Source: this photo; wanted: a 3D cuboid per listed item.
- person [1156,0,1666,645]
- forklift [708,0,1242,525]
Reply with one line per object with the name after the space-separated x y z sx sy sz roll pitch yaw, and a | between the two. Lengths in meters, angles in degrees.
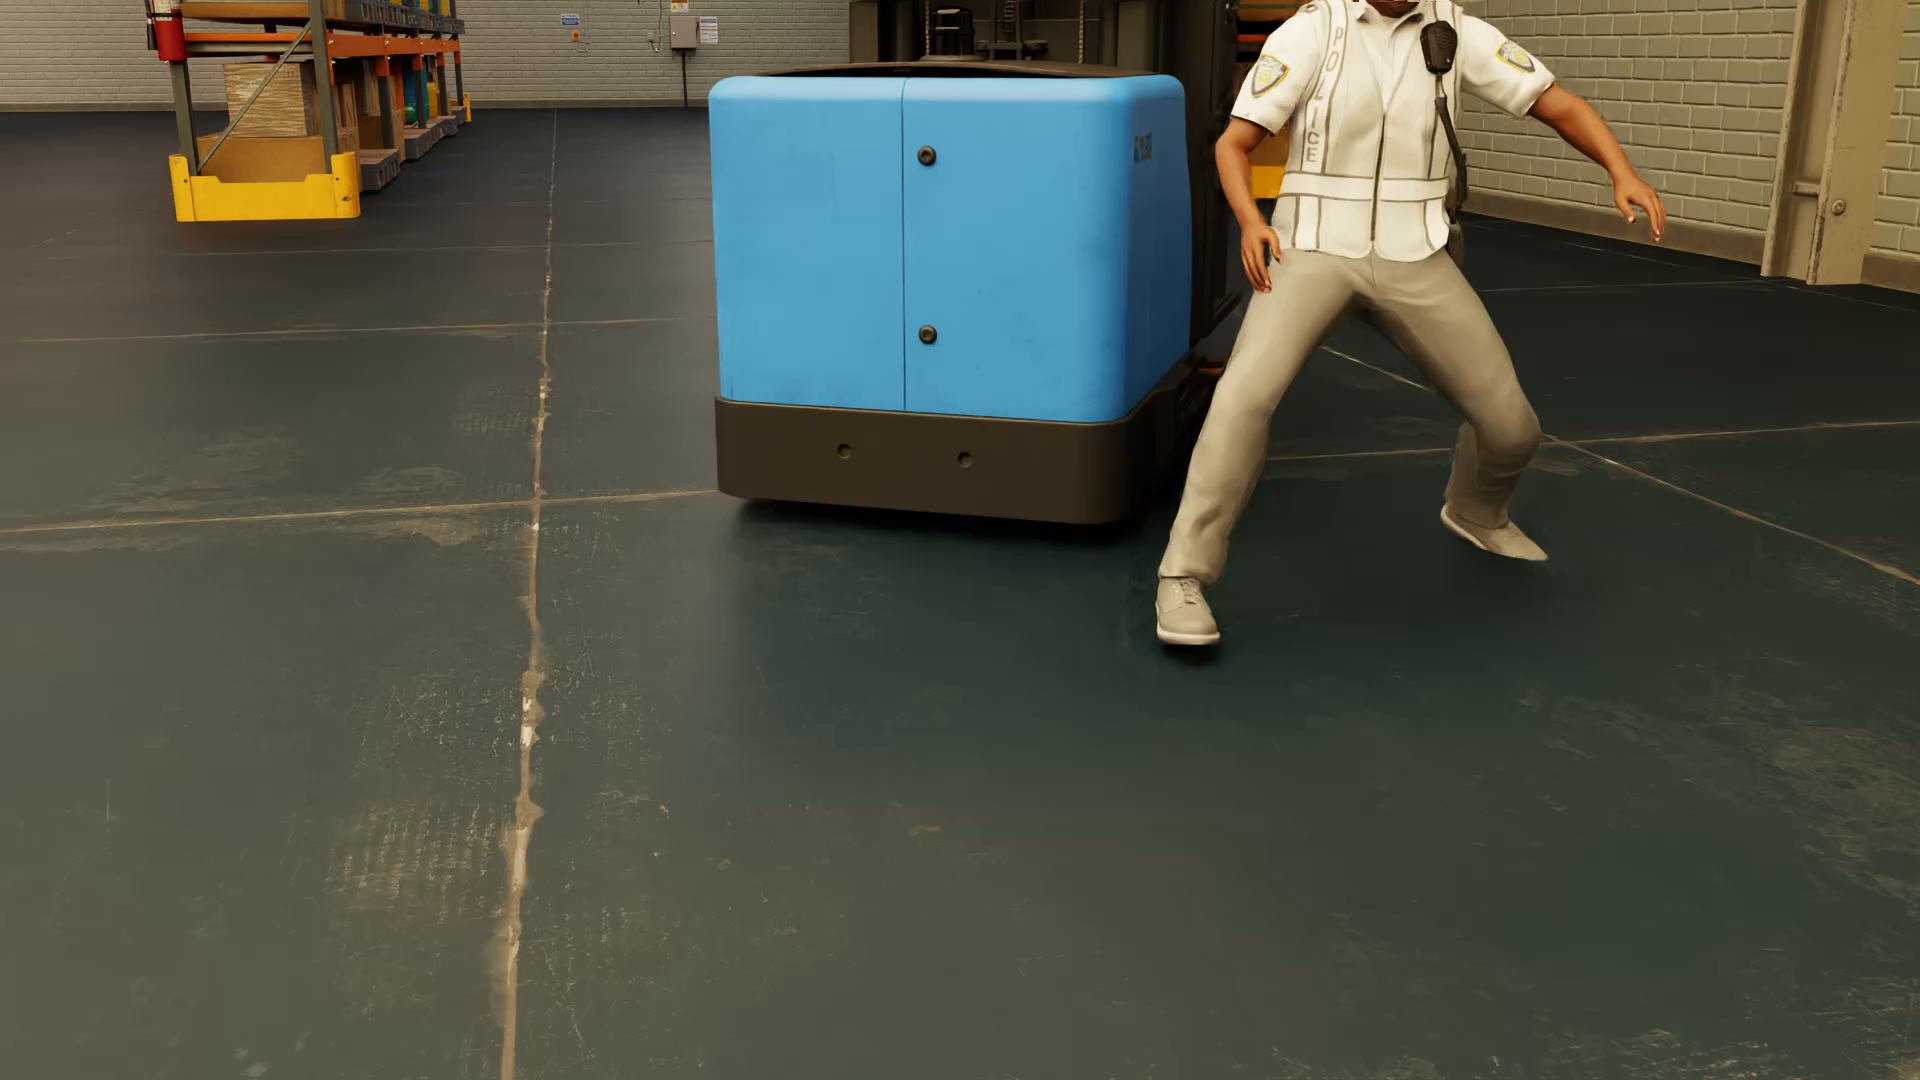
0.886 -0.569 3.422 0.983 1.515 0.945 0 17 1 | person
0.295 -1.819 4.994 1.130 2.935 3.031 5 17 16 | forklift
